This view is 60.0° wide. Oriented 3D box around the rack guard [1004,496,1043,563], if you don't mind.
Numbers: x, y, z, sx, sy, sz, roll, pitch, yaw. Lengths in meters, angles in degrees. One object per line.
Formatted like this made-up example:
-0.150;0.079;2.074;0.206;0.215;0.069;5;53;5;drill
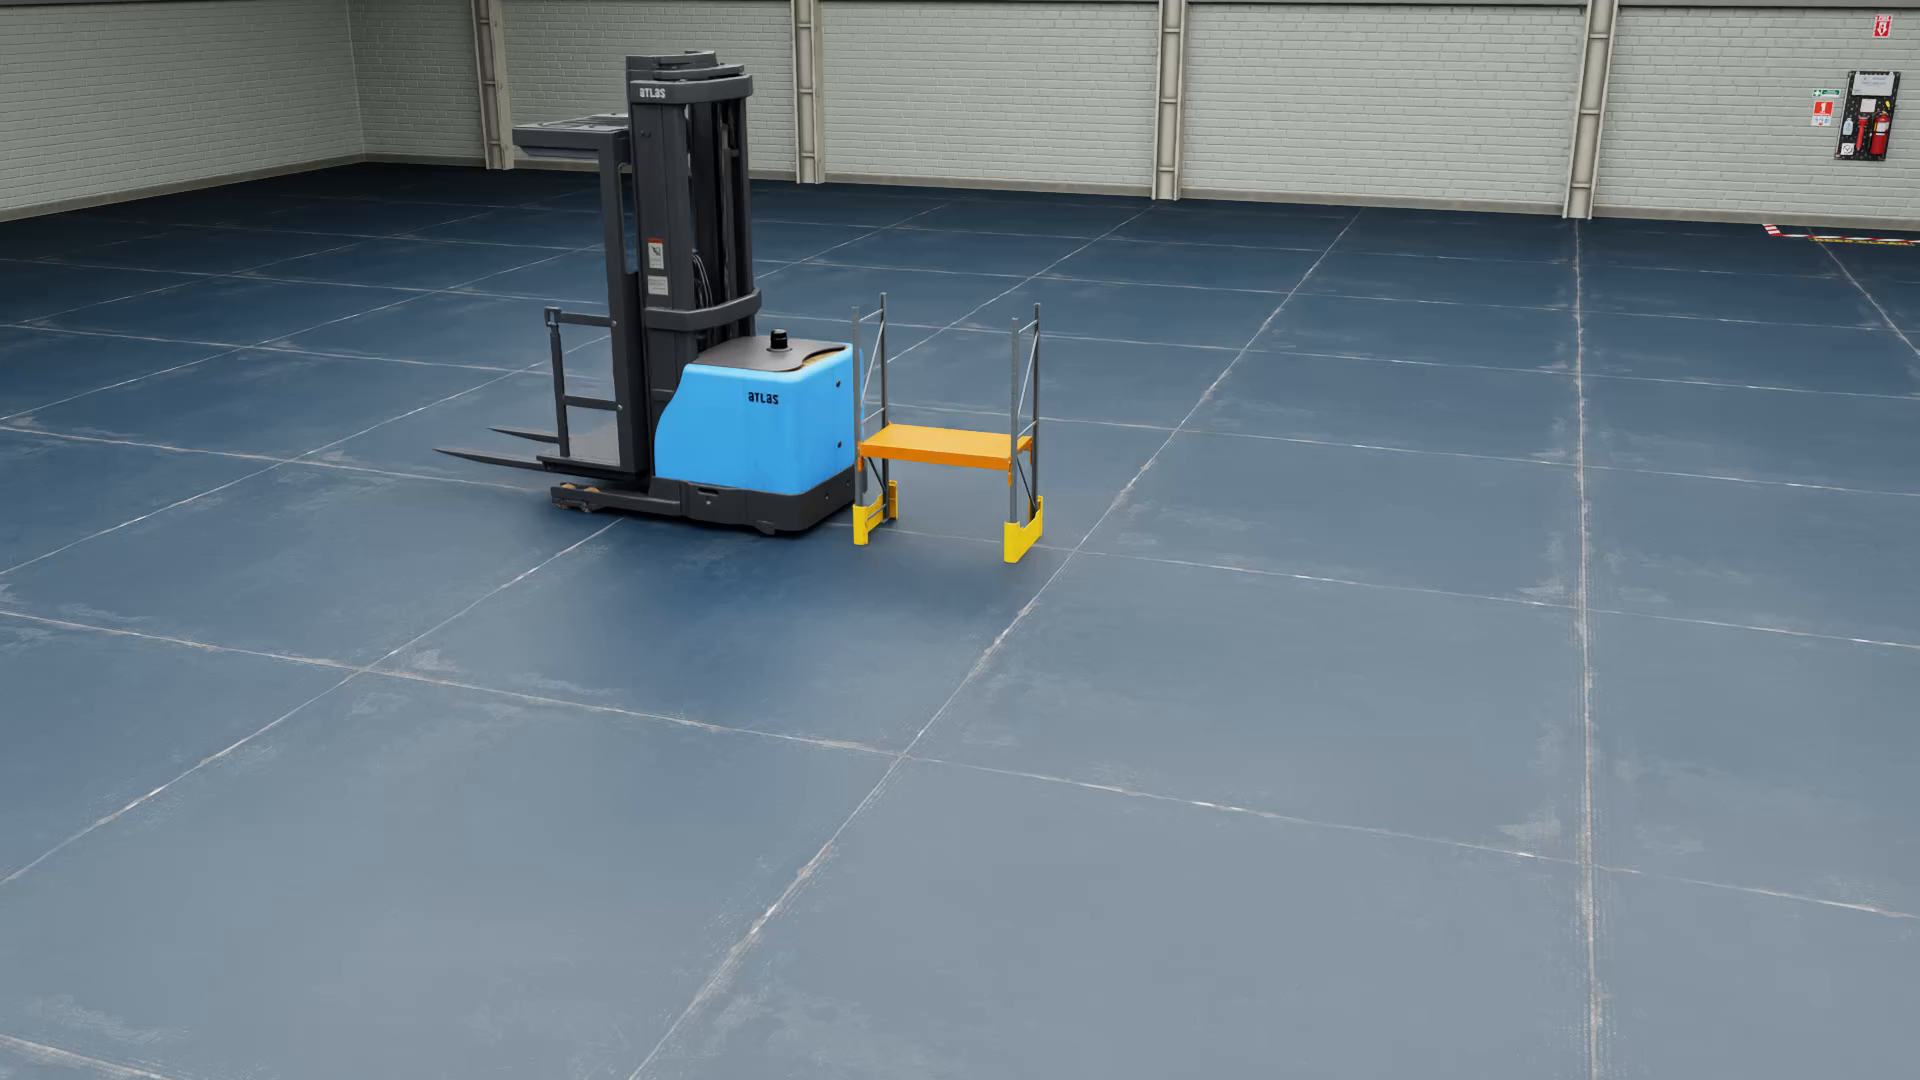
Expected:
0.398;-0.072;10.404;0.087;0.250;0.587;7;20;18;rack guard

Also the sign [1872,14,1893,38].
12.234;-6.815;22.047;0.199;0.298;0.001;7;20;18;sign

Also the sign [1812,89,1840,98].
11.722;-6.044;22.498;0.331;0.109;0.001;7;20;18;sign

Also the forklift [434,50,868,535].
-2.192;-1.717;11.048;3.031;2.935;1.130;8;21;22;forklift

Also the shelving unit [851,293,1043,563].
-0.072;-0.716;10.353;1.083;1.500;0.587;7;20;18;shelving unit

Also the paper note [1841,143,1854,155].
12.064;-5.313;22.598;0.142;0.148;0.016;7;20;18;paper note

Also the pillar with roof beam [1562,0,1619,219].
7.450;-7.552;18.569;0.400;9.000;9.100;7;20;18;pillar with roof beam

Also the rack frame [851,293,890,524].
-0.561;-0.772;10.513;0.032;1.500;0.500;7;20;18;rack frame

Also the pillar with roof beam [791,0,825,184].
-3.885;-8.848;22.288;0.400;9.000;9.100;7;20;18;pillar with roof beam

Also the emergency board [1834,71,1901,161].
12.209;-5.688;22.337;0.643;1.169;0.194;7;20;18;emergency board

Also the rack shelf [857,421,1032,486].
-0.081;-0.548;10.415;1.000;0.185;0.538;7;20;18;rack shelf

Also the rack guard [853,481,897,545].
-0.542;-0.180;10.713;0.087;0.250;0.587;7;20;18;rack guard

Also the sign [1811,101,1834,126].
11.720;-5.797;22.594;0.234;0.329;0.001;7;20;18;sign

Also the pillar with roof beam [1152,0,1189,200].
1.782;-8.200;20.428;0.400;9.000;9.100;7;20;18;pillar with roof beam

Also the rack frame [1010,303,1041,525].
0.400;-0.663;10.198;0.032;1.500;0.500;7;20;18;rack frame

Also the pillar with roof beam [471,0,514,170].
-9.553;-9.496;24.147;0.400;9.000;9.100;7;20;18;pillar with roof beam
